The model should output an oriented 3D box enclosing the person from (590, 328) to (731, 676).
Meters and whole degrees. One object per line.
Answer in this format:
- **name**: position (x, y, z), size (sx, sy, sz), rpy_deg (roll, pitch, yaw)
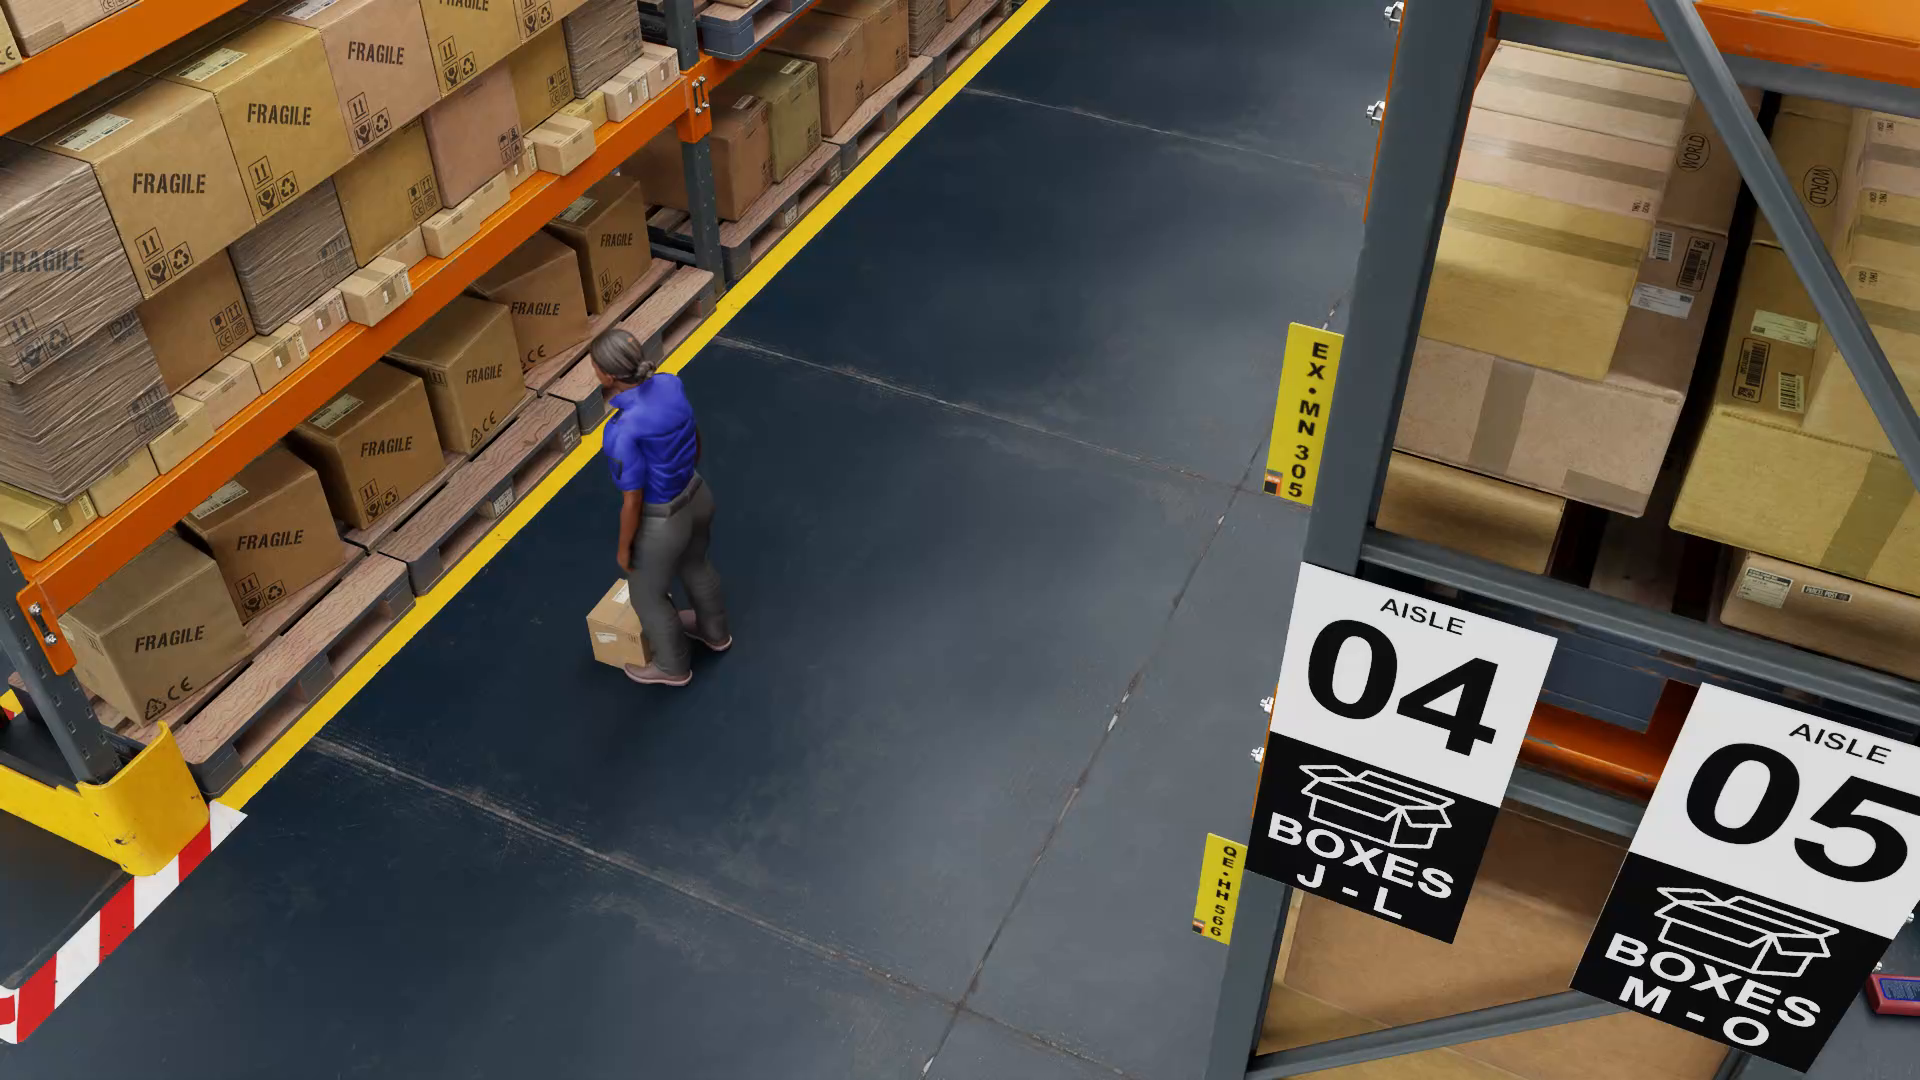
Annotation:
- **person**: position (-1.128, -0.124, 6.248), size (0.349, 1.586, 0.493), rpy_deg (17, 45, 18)
